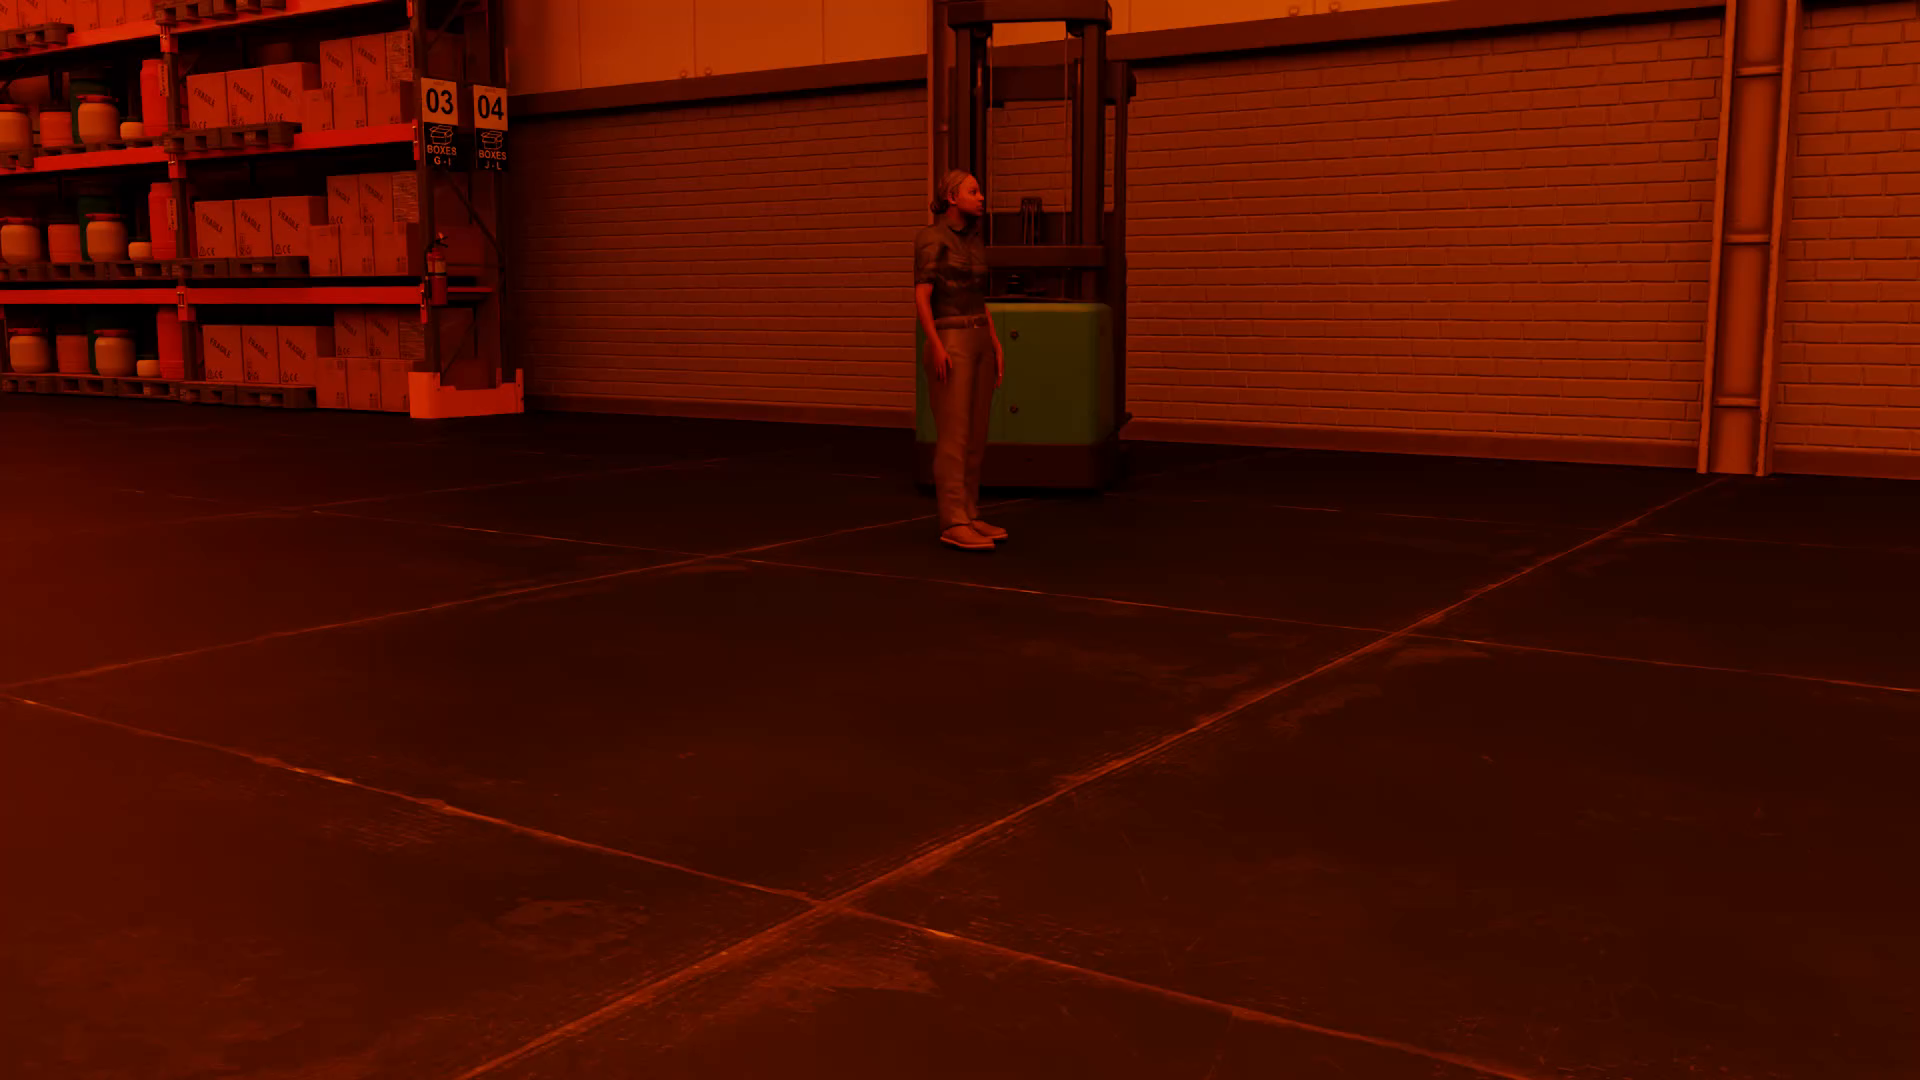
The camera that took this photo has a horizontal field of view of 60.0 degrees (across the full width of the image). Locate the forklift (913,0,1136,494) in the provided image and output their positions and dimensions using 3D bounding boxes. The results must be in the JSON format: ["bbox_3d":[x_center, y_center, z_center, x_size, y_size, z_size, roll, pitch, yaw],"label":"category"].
[{"bbox_3d":[0.513,-1.882,10.426,1.130,2.935,3.031,1,8,10],"label":"forklift"}]

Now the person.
[{"bbox_3d":[0.061,-0.817,7.421,0.504,1.655,0.569,5,10,34],"label":"person"}]
